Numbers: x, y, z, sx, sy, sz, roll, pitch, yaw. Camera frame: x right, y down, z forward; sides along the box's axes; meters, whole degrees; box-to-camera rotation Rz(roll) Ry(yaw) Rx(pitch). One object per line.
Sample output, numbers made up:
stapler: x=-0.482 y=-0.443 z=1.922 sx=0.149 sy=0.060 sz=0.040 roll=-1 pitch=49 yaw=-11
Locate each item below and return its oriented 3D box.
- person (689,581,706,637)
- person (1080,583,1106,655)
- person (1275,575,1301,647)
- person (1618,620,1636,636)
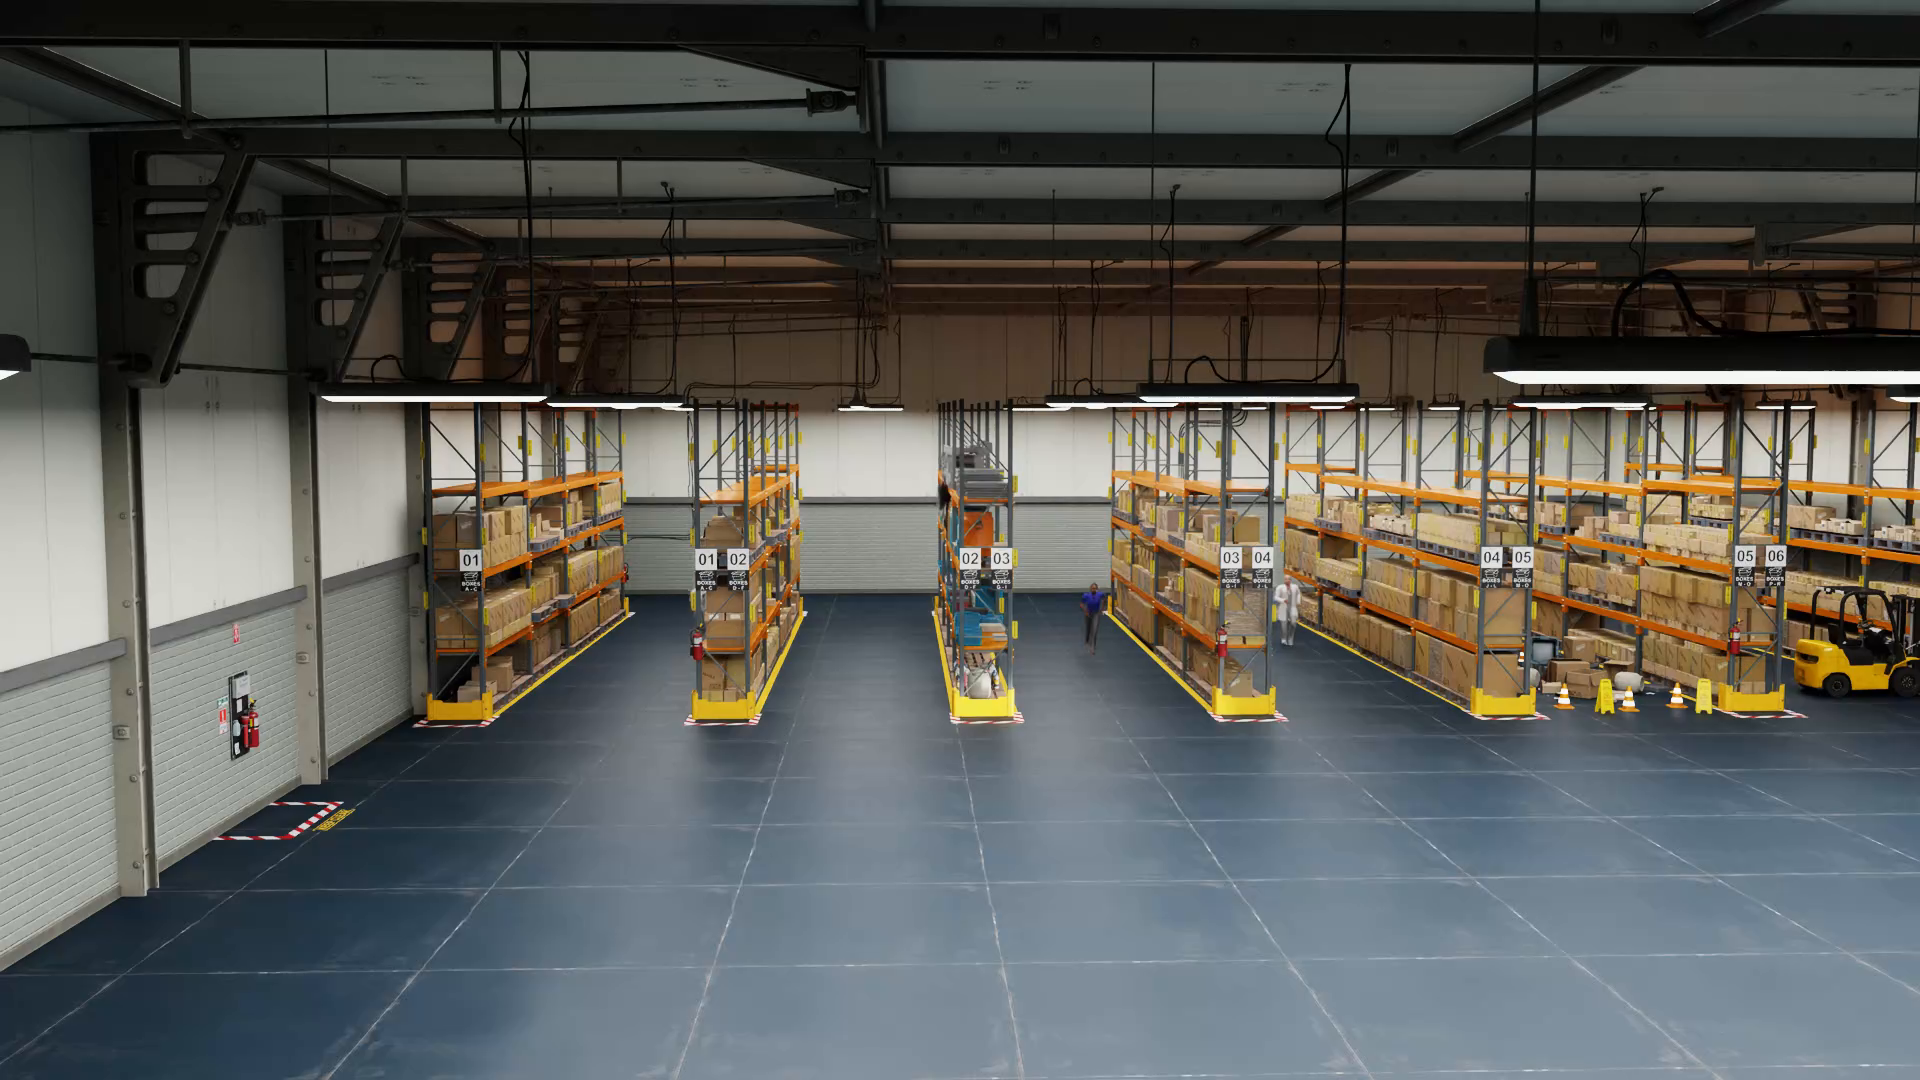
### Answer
person: x=-6.519 y=1.776 z=41.728 sx=0.566 sy=1.573 sz=0.733 roll=-1 pitch=4 yaw=-12
person: x=3.033 y=1.769 z=38.213 sx=0.602 sy=1.638 sz=0.895 roll=-1 pitch=4 yaw=-10
person: x=8.078 y=1.736 z=40.930 sx=0.690 sy=1.780 sz=0.845 roll=0 pitch=4 yaw=-1
person: x=17.158 y=1.637 z=42.625 sx=0.703 sy=1.711 sz=0.741 roll=-1 pitch=5 yaw=-18
